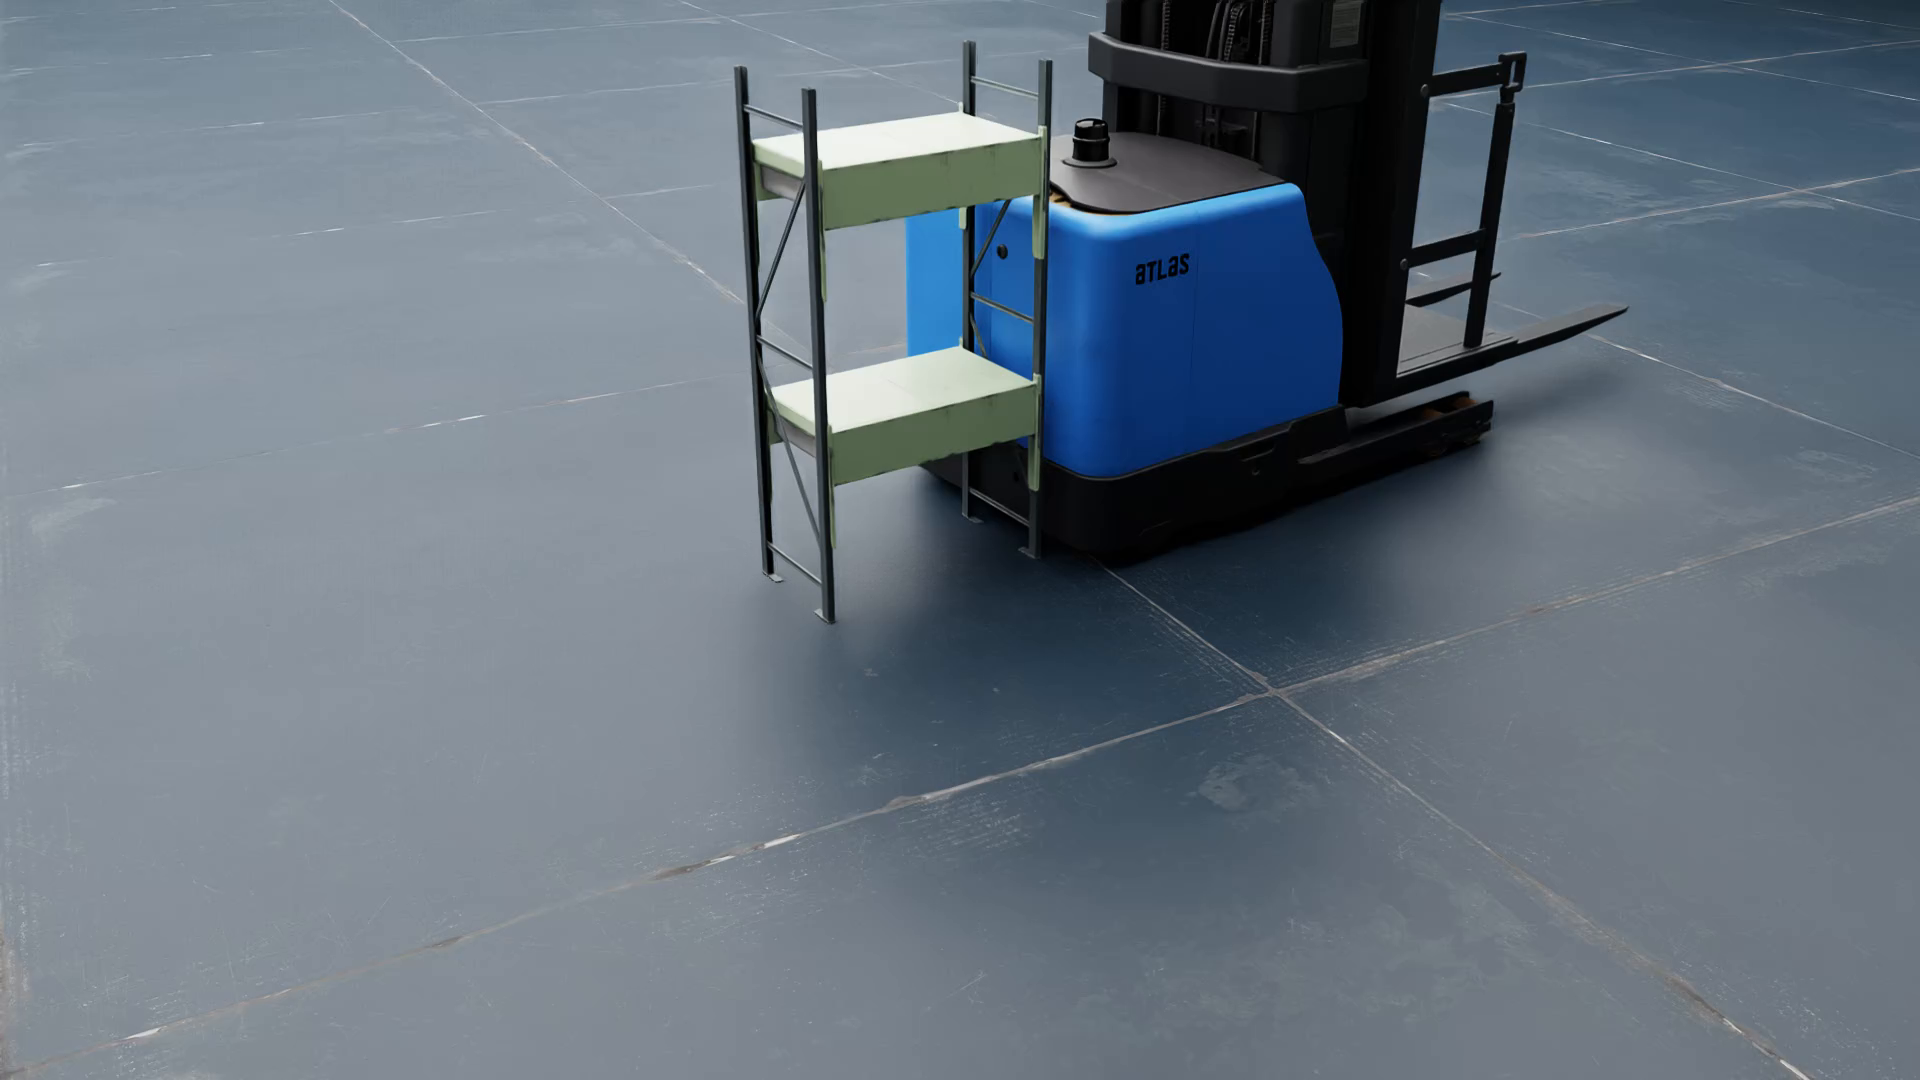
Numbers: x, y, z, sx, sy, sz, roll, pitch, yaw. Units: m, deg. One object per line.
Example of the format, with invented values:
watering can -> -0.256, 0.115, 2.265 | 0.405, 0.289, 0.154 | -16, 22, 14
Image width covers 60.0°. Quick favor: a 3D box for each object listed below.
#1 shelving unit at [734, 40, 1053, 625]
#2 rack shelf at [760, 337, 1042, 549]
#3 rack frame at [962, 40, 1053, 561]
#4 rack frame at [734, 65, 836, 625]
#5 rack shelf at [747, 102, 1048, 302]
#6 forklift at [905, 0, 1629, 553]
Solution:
shelving unit -> -0.174, -0.596, 4.758 | 0.755, 1.500, 0.431 | -16, 30, -30
rack shelf -> -0.174, -0.302, 4.899 | 0.720, 0.370, 0.431 | -16, 30, -30
rack frame -> 0.128, -0.685, 4.944 | 0.023, 1.500, 0.400 | -16, 30, -30
rack frame -> -0.477, -0.507, 4.573 | 0.023, 1.500, 0.400 | -16, 30, -30
rack shelf -> -0.174, -0.948, 4.589 | 0.720, 0.370, 0.431 | -16, 30, -30
forklift -> 1.288, -1.778, 5.566 | 3.031, 2.935, 1.130 | -18, 31, -33
